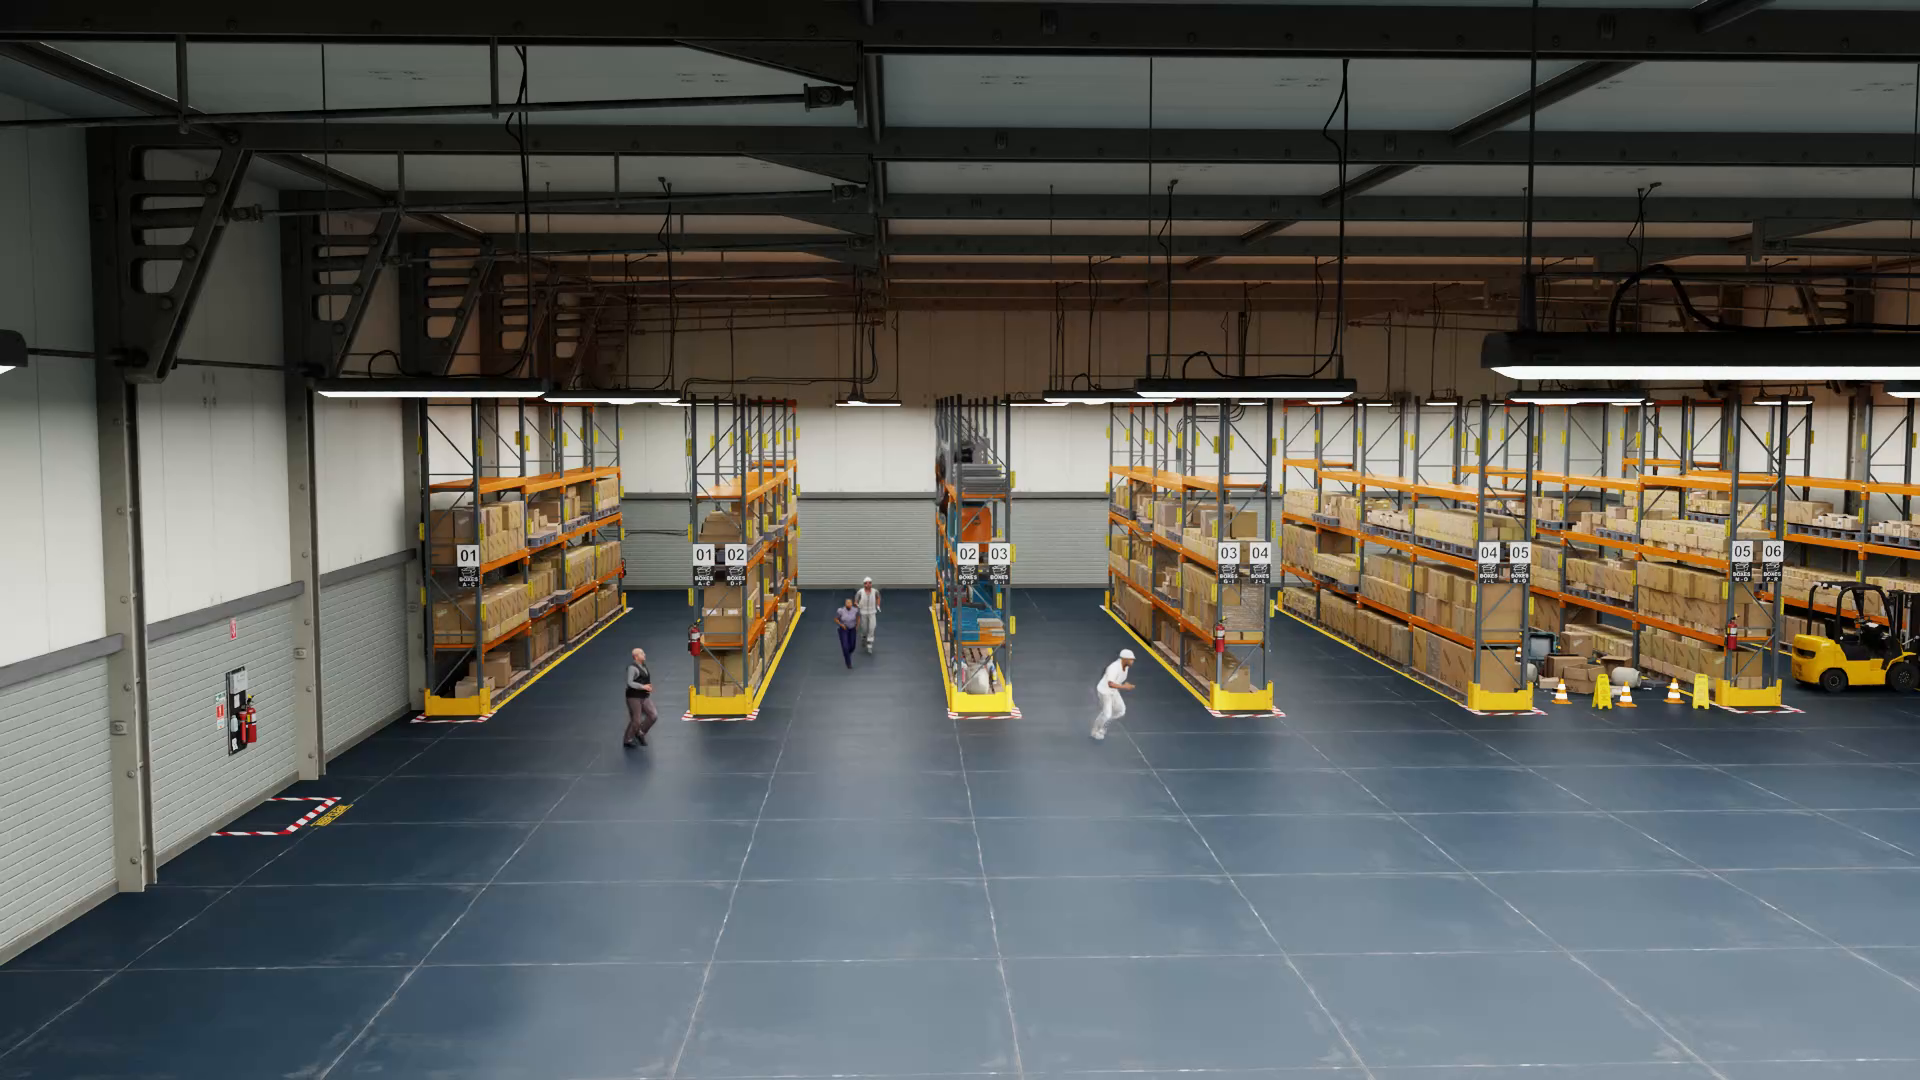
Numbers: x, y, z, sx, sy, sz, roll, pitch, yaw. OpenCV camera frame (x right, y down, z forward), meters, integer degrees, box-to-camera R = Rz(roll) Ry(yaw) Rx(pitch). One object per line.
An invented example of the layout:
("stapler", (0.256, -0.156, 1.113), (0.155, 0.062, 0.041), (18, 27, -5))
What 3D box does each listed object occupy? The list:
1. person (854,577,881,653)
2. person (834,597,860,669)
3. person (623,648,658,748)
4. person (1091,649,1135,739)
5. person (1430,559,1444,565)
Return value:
("person", (-2.177, 1.748, 39.253), (0.641, 1.771, 0.939), (-1, 5, -7))
("person", (-2.494, 2.047, 36.839), (0.591, 1.601, 0.714), (-1, 5, -10))
("person", (-5.385, 2.675, 27.987), (0.682, 1.719, 0.655), (2, 5, 21))
("person", (2.682, 2.661, 28.799), (0.863, 1.583, 0.737), (3, 5, 30))
("person", (14.124, 1.054, 49.300), (0.882, 1.578, 0.575), (0, 5, 5))
